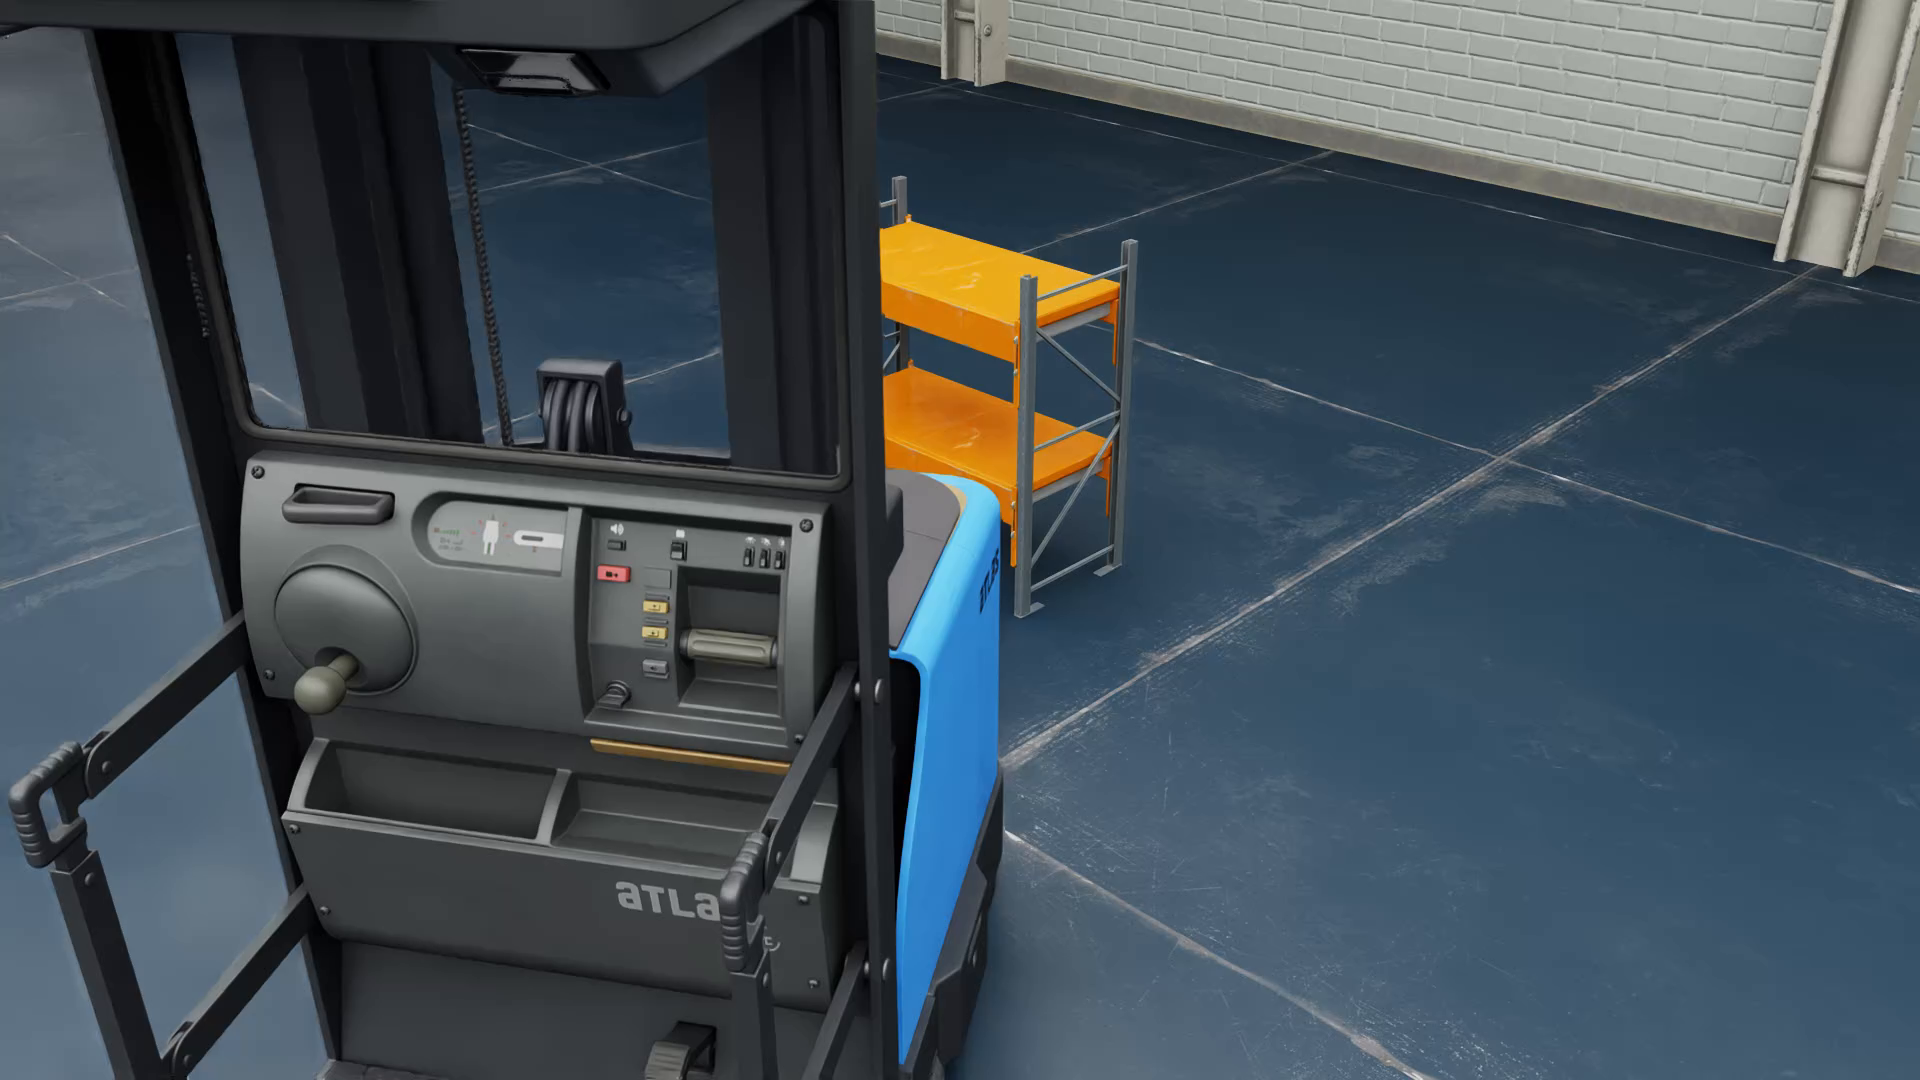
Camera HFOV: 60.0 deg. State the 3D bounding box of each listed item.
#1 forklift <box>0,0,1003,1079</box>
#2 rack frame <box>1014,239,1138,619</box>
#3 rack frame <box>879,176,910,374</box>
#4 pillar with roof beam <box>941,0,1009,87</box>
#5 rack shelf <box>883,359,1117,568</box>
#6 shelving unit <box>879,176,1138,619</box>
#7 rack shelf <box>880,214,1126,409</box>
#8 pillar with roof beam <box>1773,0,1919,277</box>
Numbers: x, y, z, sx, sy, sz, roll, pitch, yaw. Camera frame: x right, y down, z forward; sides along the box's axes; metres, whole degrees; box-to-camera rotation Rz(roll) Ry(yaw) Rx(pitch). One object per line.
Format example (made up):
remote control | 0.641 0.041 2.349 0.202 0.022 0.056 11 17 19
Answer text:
forklift | -0.701 0.139 2.337 1.130 2.935 3.031 6 28 10
rack frame | 0.358 -0.334 5.177 0.032 1.125 0.500 25 36 38
rack frame | -0.367 -0.666 5.808 0.032 1.125 0.500 25 36 38
pillar with roof beam | -2.913 -5.924 7.348 0.400 9.000 9.100 25 36 38
rack shelf | -0.005 -0.284 5.606 1.000 0.278 0.538 25 36 38
shelving unit | -0.005 -0.500 5.492 1.048 1.125 0.538 25 36 38
rack shelf | -0.005 -0.759 5.356 1.000 0.278 0.538 25 36 38
pillar with roof beam | 1.365 -3.967 3.624 0.400 9.000 9.100 25 36 38
